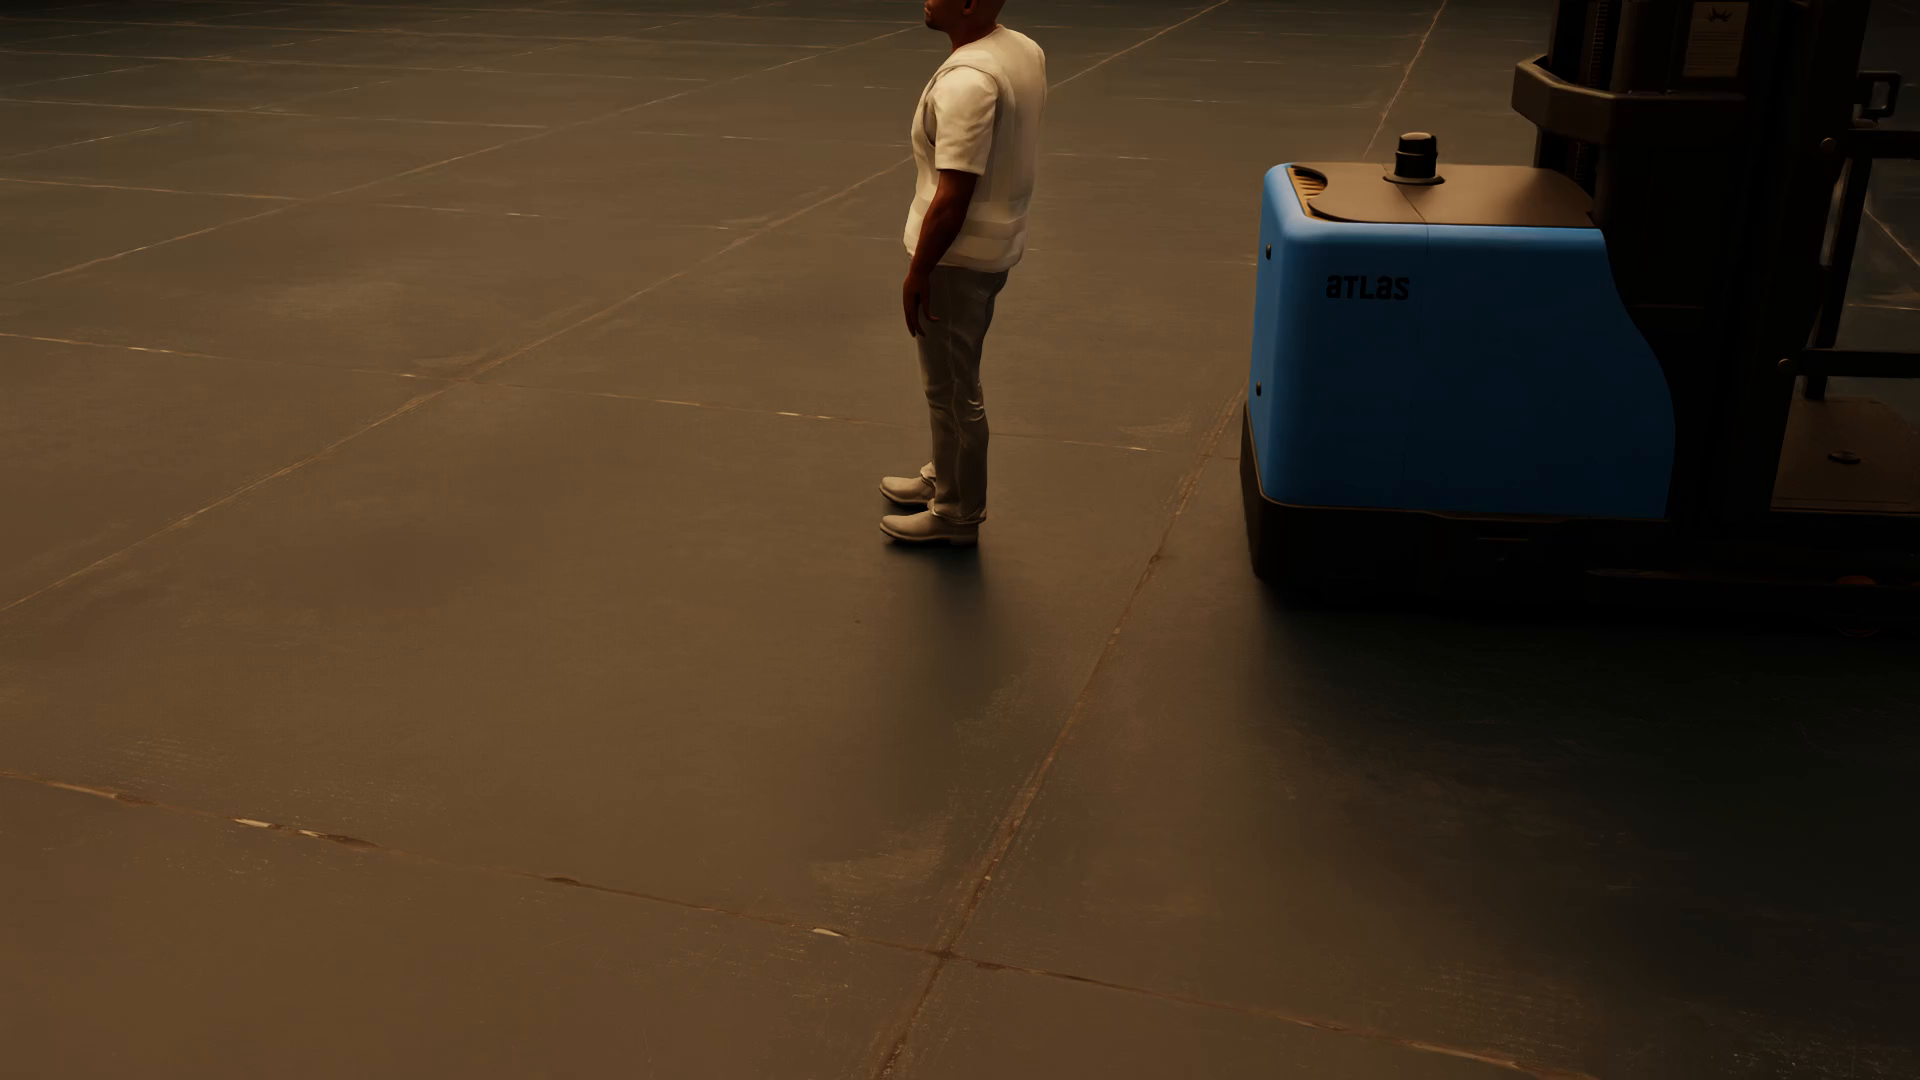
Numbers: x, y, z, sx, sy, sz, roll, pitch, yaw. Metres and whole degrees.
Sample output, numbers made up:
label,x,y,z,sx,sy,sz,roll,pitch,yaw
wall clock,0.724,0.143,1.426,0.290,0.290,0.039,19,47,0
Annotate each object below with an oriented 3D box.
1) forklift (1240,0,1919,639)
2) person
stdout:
label,x,y,z,sx,sy,sz,roll,pitch,yaw
forklift,2.385,-1.297,4.422,3.031,2.935,1.130,2,23,6
person,-0.066,-0.833,4.804,0.575,1.768,0.666,7,23,16
